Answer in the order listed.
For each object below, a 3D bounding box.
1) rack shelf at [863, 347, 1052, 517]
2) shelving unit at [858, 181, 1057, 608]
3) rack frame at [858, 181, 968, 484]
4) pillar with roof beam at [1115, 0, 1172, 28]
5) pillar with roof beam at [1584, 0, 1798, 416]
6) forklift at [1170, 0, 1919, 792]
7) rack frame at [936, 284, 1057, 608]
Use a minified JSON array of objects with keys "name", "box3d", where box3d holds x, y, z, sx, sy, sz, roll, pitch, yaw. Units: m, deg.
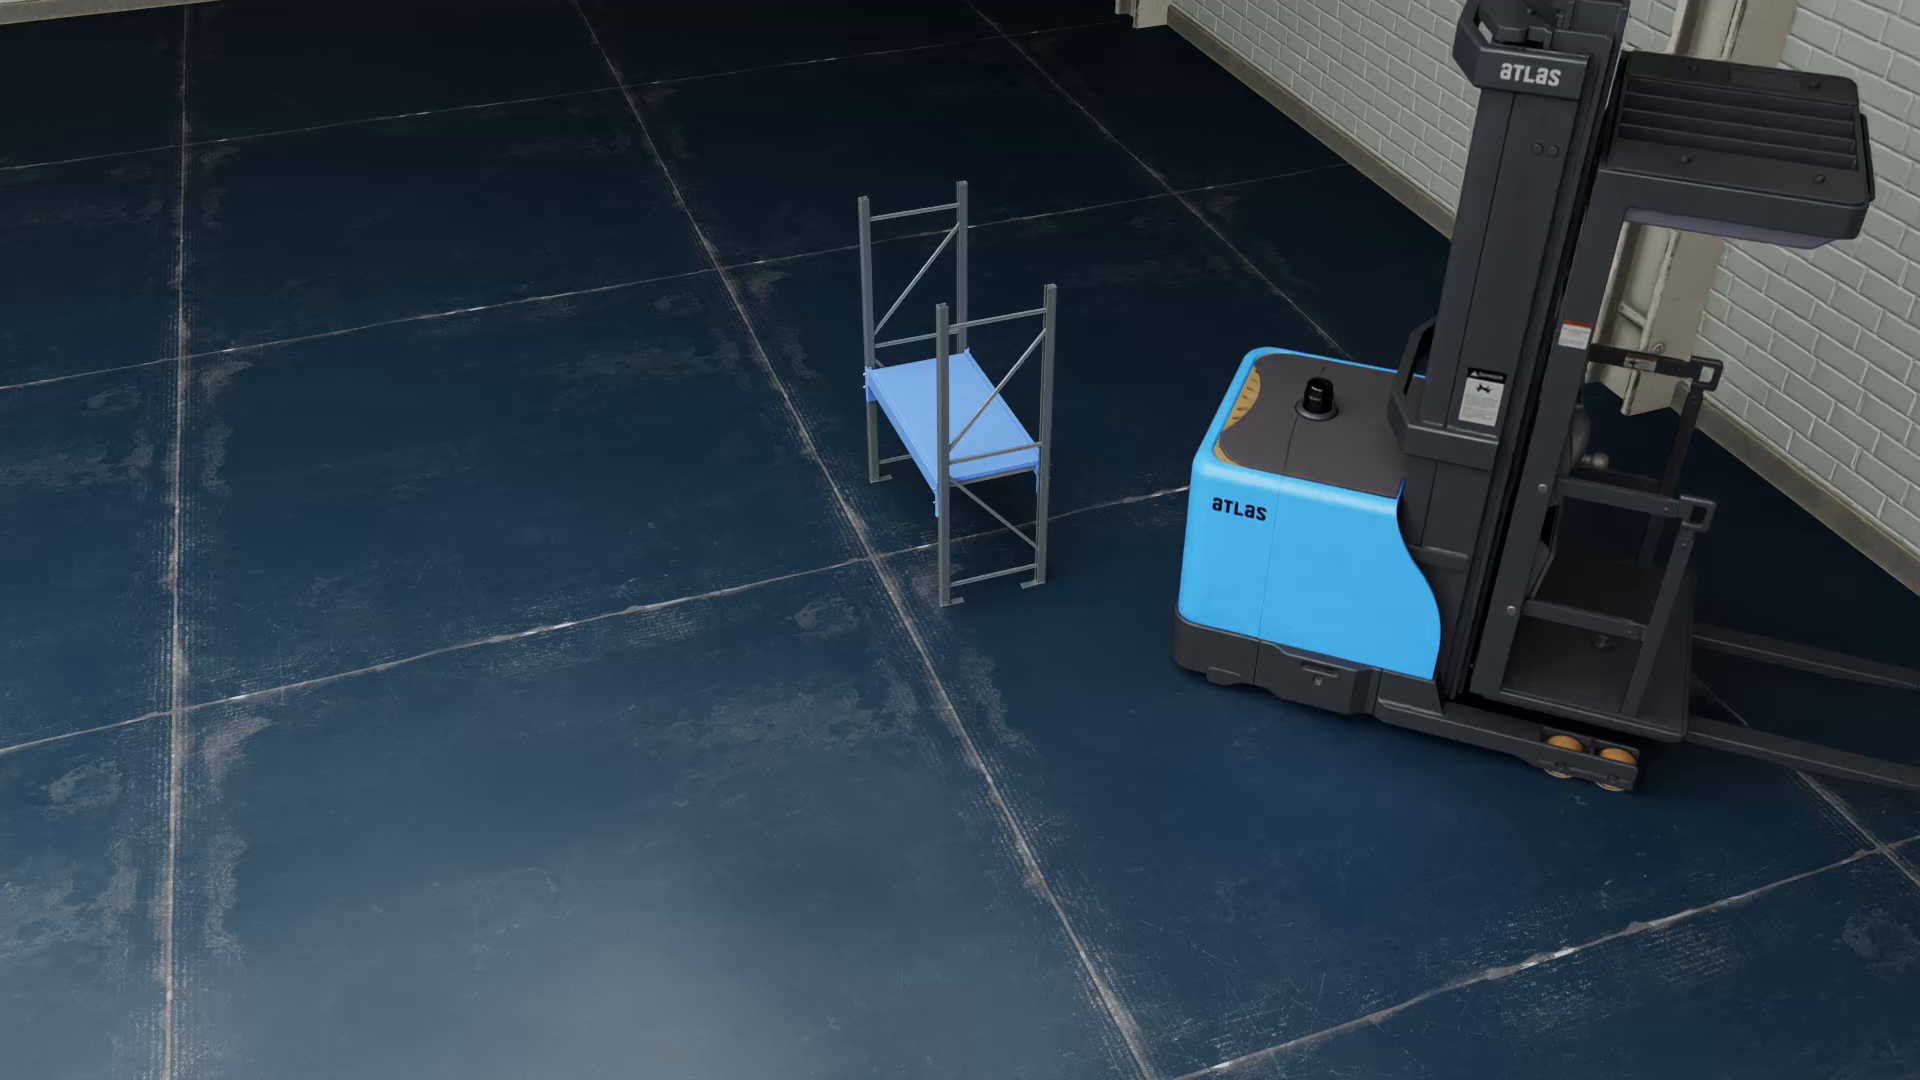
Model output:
[{"name":"rack shelf","box3d":[-0.029,-0.504,7.471,0.538,0.185,1.000,-12,39,-16]},{"name":"shelving unit","box3d":[-0.029,-0.647,7.363,0.538,1.500,1.048,-12,39,-16]},{"name":"rack frame","box3d":[-0.204,-0.934,7.744,0.500,1.500,0.032,-12,39,-16]},{"name":"pillar with roof beam","box3d":[-2.584,-6.877,9.400,9.100,9.000,0.400,-12,39,-16]},{"name":"pillar with roof beam","box3d":[-0.519,-3.487,4.900,9.100,9.000,0.400,-12,39,-16]},{"name":"forklift","box3d":[2.454,-0.561,6.058,3.031,2.935,1.130,13,39,17]},{"name":"rack frame","box3d":[0.146,-0.360,6.981,0.500,1.500,0.032,-12,39,-16]}]
